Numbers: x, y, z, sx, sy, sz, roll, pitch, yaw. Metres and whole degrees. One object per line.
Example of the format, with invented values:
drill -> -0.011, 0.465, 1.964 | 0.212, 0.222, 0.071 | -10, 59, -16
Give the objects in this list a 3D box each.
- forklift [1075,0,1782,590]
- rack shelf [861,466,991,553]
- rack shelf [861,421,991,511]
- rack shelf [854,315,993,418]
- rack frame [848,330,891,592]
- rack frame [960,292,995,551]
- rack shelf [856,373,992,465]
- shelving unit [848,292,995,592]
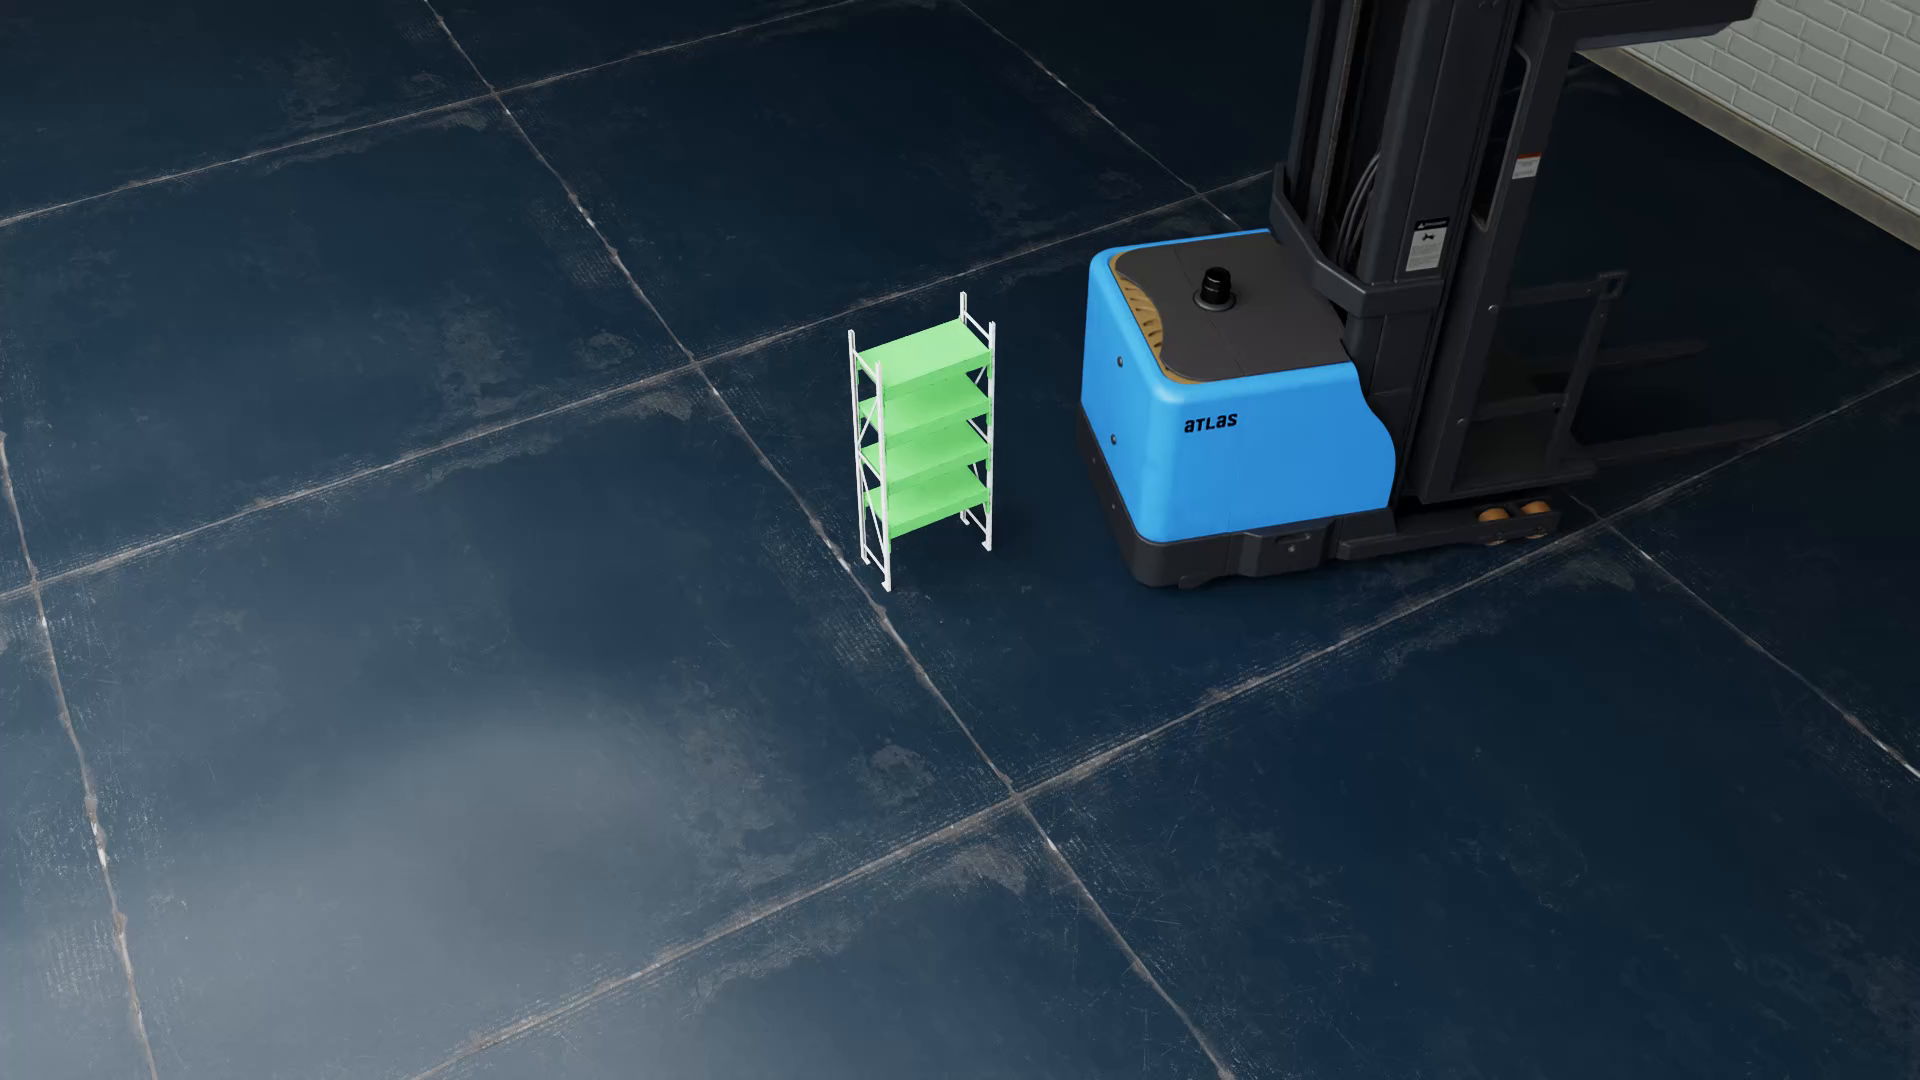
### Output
forklift -> 2.095, -1.379, 6.496 | 3.031, 2.935, 1.130 | -9, 45, -9
rack shelf -> -0.144, -0.155, 6.914 | 0.480, 0.148, 0.258 | -22, 48, -21
rack shelf -> -0.144, -0.327, 6.747 | 0.480, 0.148, 0.258 | -22, 48, -21
rack shelf -> -0.144, -0.672, 6.413 | 0.480, 0.148, 0.258 | -22, 48, -21
rack frame -> -0.355, -0.288, 6.615 | 0.015, 1.200, 0.240 | -22, 48, -21
rack frame -> 0.068, -0.458, 6.790 | 0.015, 1.200, 0.240 | -22, 48, -21
rack shelf -> -0.144, -0.500, 6.580 | 0.480, 0.148, 0.258 | -22, 48, -21
shelving unit -> -0.144, -0.373, 6.702 | 0.503, 1.200, 0.258 | -22, 48, -21
